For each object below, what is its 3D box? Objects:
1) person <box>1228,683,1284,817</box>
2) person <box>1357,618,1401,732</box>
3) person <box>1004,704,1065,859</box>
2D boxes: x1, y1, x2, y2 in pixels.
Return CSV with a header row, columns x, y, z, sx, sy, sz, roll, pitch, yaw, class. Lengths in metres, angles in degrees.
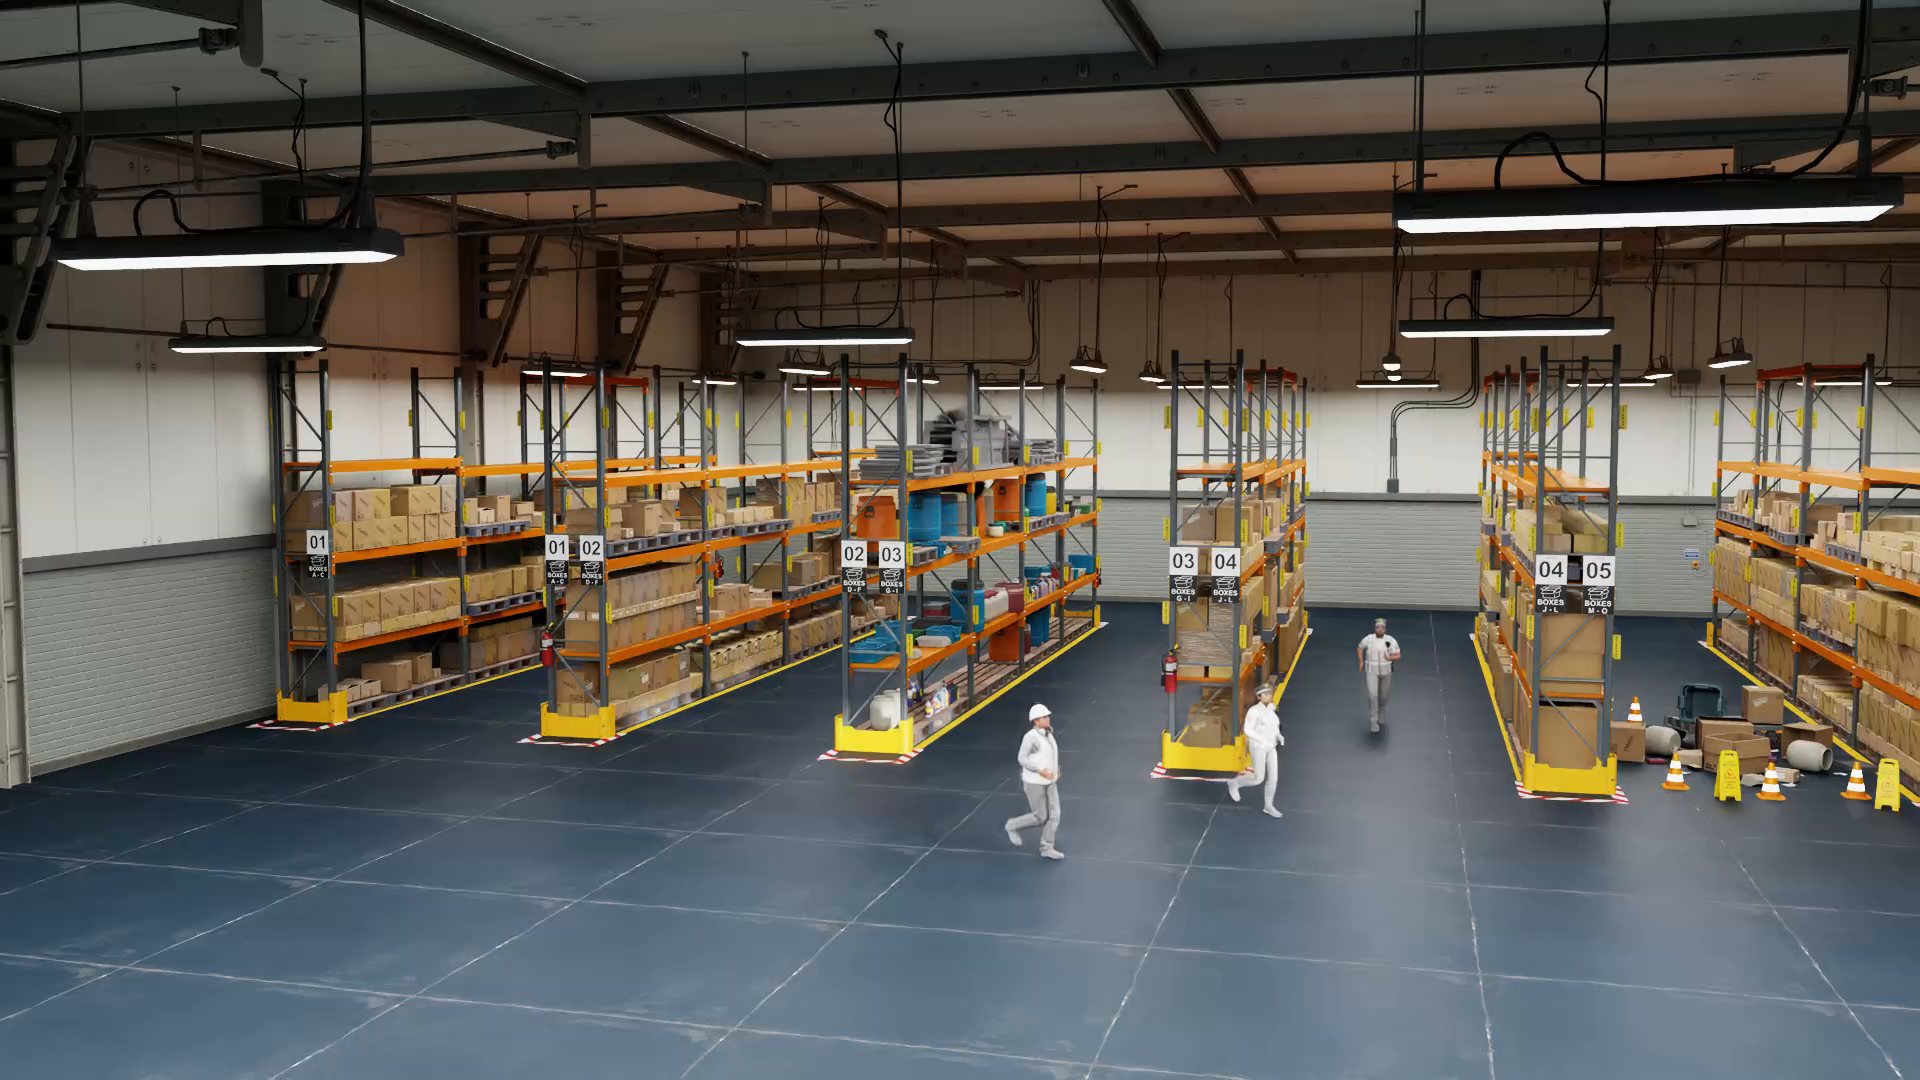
x,y,z,sx,sy,sz,roll,pitch,yaw,class
3.837,2.653,21.268,0.624,1.691,0.780,-3,5,-37,person
6.799,2.150,26.987,0.666,1.779,0.964,1,4,8,person
0.886,2.755,19.098,0.752,1.748,0.657,3,5,34,person
